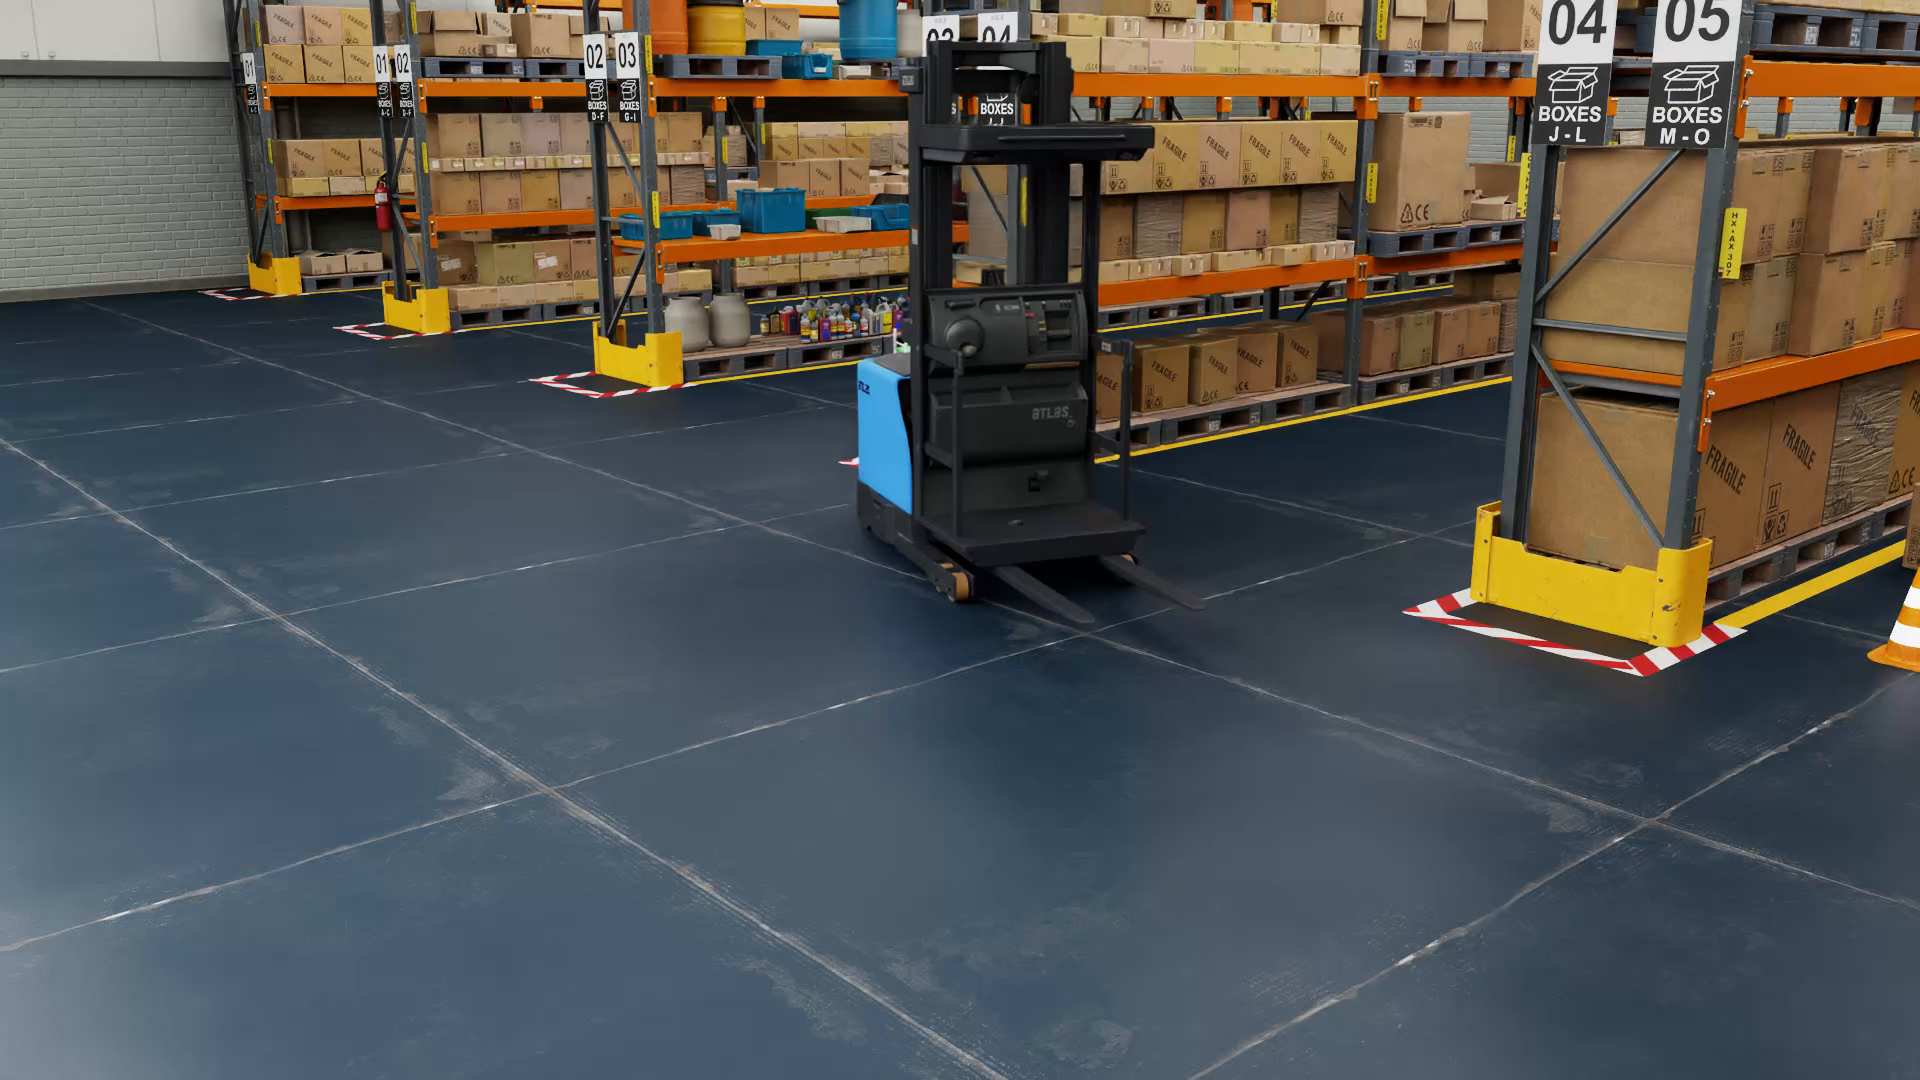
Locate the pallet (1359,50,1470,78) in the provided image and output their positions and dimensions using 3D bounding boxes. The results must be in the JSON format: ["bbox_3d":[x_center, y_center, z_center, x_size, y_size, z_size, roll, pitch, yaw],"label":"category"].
[{"bbox_3d":[3.660,-4.156,14.548,1.003,0.211,1.213,-13,19,-39],"label":"pallet"}]

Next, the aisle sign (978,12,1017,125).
[{"bbox_3d":[0.257,-3.223,11.466,0.004,0.787,0.394,-13,19,-39],"label":"aisle sign"}]

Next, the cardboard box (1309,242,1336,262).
[{"bbox_3d":[2.960,-2.458,14.127,0.250,0.149,0.380,-13,19,-39],"label":"cardboard box"}]

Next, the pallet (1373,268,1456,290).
[{"bbox_3d":[6.437,-3.818,24.134,1.213,0.211,1.003,-13,19,-39],"label":"pallet"}]

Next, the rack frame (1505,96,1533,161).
[{"bbox_3d":[8.926,-5.711,25.817,0.127,3.000,1.000,-13,19,-39],"label":"rack frame"}]

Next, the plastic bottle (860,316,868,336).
[{"bbox_3d":[-1.008,-2.234,17.371,0.097,0.201,0.097,0,15,0],"label":"plastic bottle"}]

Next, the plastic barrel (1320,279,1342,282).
[{"bbox_3d":[4.952,-4.013,22.715,0.708,0.901,0.600,-13,19,-39],"label":"plastic barrel"}]

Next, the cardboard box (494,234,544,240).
[{"bbox_3d":[-5.439,-3.523,20.688,0.500,0.500,0.500,-13,19,-39],"label":"cardboard box"}]

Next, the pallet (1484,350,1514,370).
[{"bbox_3d":[5.551,-1.912,16.999,1.213,0.211,1.003,-13,19,-39],"label":"pallet"}]

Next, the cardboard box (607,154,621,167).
[{"bbox_3d":[-4.399,-4.702,20.589,0.250,0.149,0.380,-12,19,-38],"label":"cardboard box"}]

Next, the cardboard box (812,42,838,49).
[{"bbox_3d":[-2.494,-8.279,28.572,0.500,0.500,0.700,-11,19,-37],"label":"cardboard box"}]

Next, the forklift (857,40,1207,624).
[{"bbox_3d":[0.352,-1.201,9.066,1.130,2.935,3.031,-6,16,-20],"label":"forklift"}]

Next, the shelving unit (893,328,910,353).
[{"bbox_3d":[-0.152,-0.774,10.823,0.503,1.200,0.258,-6,16,-20],"label":"shelving unit"}]

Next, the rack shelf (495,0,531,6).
[{"bbox_3d":[-8.139,-7.817,23.478,4.000,0.370,1.077,-13,19,-39],"label":"rack shelf"}]

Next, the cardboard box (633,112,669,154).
[{"bbox_3d":[-4.087,-5.156,21.031,0.500,0.500,0.700,-13,20,-39],"label":"cardboard box"}]

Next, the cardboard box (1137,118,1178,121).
[{"bbox_3d":[3.199,-6.554,26.844,0.500,0.500,0.500,-12,19,-38],"label":"cardboard box"}]

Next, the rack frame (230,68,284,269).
[{"bbox_3d":[-9.648,-4.929,22.890,0.127,3.000,1.000,-13,19,-39],"label":"rack frame"}]

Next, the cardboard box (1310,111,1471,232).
[{"bbox_3d":[3.816,-3.314,14.867,1.000,1.000,1.000,-12,19,-39],"label":"cardboard box"}]

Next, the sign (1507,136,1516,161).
[{"bbox_3d":[5.775,-4.058,17.386,0.005,0.325,0.100,-13,19,-39],"label":"sign"}]

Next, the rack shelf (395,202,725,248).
[{"bbox_3d":[-4.885,-3.956,20.643,4.000,0.370,1.077,-13,19,-39],"label":"rack shelf"}]

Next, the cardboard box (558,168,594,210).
[{"bbox_3d":[-4.867,-4.353,20.540,0.500,0.500,0.700,-12,19,-38],"label":"cardboard box"}]

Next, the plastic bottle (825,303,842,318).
[{"bbox_3d":[-1.355,-2.390,17.810,0.135,0.276,0.152,-13,19,-39],"label":"plastic bottle"}]

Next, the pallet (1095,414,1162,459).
[{"bbox_3d":[0.800,-0.832,12.957,1.213,0.211,1.003,-13,19,-39],"label":"pallet"}]

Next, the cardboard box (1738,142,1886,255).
[{"bbox_3d":[4.458,-1.882,9.101,0.550,0.550,0.875,-13,19,-39],"label":"cardboard box"}]

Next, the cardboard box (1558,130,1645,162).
[{"bbox_3d":[6.704,-4.045,17.443,0.637,0.503,0.797,-12,19,-38],"label":"cardboard box"}]

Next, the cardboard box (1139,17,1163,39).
[{"bbox_3d":[1.273,-3.771,12.262,0.250,0.149,0.380,-13,20,-40],"label":"cardboard box"}]

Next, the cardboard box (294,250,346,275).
[{"bbox_3d":[-9.067,-3.942,23.553,0.500,0.311,0.500,13,20,41],"label":"cardboard box"}]

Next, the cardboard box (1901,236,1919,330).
[{"bbox_3d":[5.633,-1.641,10.290,0.550,0.550,0.875,-13,19,-39],"label":"cardboard box"}]

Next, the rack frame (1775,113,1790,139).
[{"bbox_3d":[9.159,-4.069,19.670,0.127,3.000,1.000,-13,19,-39],"label":"rack frame"}]

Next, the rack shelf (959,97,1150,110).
[{"bbox_3d":[1.151,-6.761,25.330,4.000,0.370,1.077,-13,19,-39],"label":"rack shelf"}]

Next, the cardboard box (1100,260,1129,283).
[{"bbox_3d":[1.053,-2.041,12.565,0.250,0.149,0.380,-13,19,-39],"label":"cardboard box"}]

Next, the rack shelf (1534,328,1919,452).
[{"bbox_3d":[4.795,-1.045,9.742,4.000,0.370,1.077,-13,19,-39],"label":"rack shelf"}]

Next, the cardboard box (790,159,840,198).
[{"bbox_3d":[-2.010,-4.992,22.933,0.500,0.500,0.500,-13,19,-39],"label":"cardboard box"}]

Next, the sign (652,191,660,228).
[{"bbox_3d":[-2.787,-3.026,15.230,0.005,0.325,0.100,-13,19,-39],"label":"sign"}]

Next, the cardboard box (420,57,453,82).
[{"bbox_3d":[-7.632,-6.796,23.833,0.500,0.500,0.500,-14,20,-41],"label":"cardboard box"}]

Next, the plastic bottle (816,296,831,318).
[{"bbox_3d":[-1.471,-2.451,17.893,0.185,0.351,0.144,-13,20,-40],"label":"plastic bottle"}]

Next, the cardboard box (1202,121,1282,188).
[{"bbox_3d":[2.211,-3.089,13.296,0.500,0.500,0.500,-13,19,-39],"label":"cardboard box"}]

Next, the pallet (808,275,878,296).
[{"bbox_3d":[-1.925,-3.636,23.452,1.213,0.211,1.003,-13,19,-39],"label":"pallet"}]

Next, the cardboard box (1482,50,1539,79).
[{"bbox_3d":[5.198,-4.468,15.644,0.500,0.250,0.500,-12,19,-38],"label":"cardboard box"}]

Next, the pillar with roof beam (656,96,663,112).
[{"bbox_3d":[-2.335,-8.293,23.858,0.400,9.000,9.100,-13,19,-39],"label":"pillar with roof beam"}]

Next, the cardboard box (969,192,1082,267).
[{"bbox_3d":[0.540,-2.316,12.337,0.500,0.500,0.875,-13,19,-39],"label":"cardboard box"}]

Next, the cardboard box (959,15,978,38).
[{"bbox_3d":[0.111,-3.713,12.044,0.250,0.149,0.380,-13,19,-39],"label":"cardboard box"}]

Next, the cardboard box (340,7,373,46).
[{"bbox_3d":[-8.407,-7.101,23.040,0.500,0.500,0.500,-12,19,-38],"label":"cardboard box"}]

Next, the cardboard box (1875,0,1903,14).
[{"bbox_3d":[4.708,-2.842,8.743,0.250,0.149,0.380,-13,20,-40],"label":"cardboard box"}]

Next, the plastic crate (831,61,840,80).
[{"bbox_3d":[-1.496,-4.810,17.044,0.450,0.188,0.336,-13,19,-39],"label":"plastic crate"}]

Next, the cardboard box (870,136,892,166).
[{"bbox_3d":[-1.541,-6.864,29.327,0.500,0.500,0.500,-13,19,-39],"label":"cardboard box"}]

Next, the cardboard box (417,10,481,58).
[{"bbox_3d":[-5.957,-5.831,19.171,0.637,0.503,0.797,-11,18,-36],"label":"cardboard box"}]

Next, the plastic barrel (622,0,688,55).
[{"bbox_3d":[-2.861,-4.967,15.574,0.708,0.830,0.600,-13,19,-39],"label":"plastic barrel"}]

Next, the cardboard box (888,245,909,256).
[{"bbox_3d":[-0.979,-4.240,23.738,0.500,0.311,0.500,-13,20,-40],"label":"cardboard box"}]

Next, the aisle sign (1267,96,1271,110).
[{"bbox_3d":[5.536,-8.000,29.351,0.004,0.787,0.394,-13,19,-39],"label":"aisle sign"}]

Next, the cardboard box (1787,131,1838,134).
[{"bbox_3d":[10.873,-4.978,21.333,0.500,0.500,0.500,-13,20,-41],"label":"cardboard box"}]

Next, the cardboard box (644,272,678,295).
[{"bbox_3d":[-3.966,-3.313,21.356,0.500,0.250,0.500,-13,19,-39],"label":"cardboard box"}]
